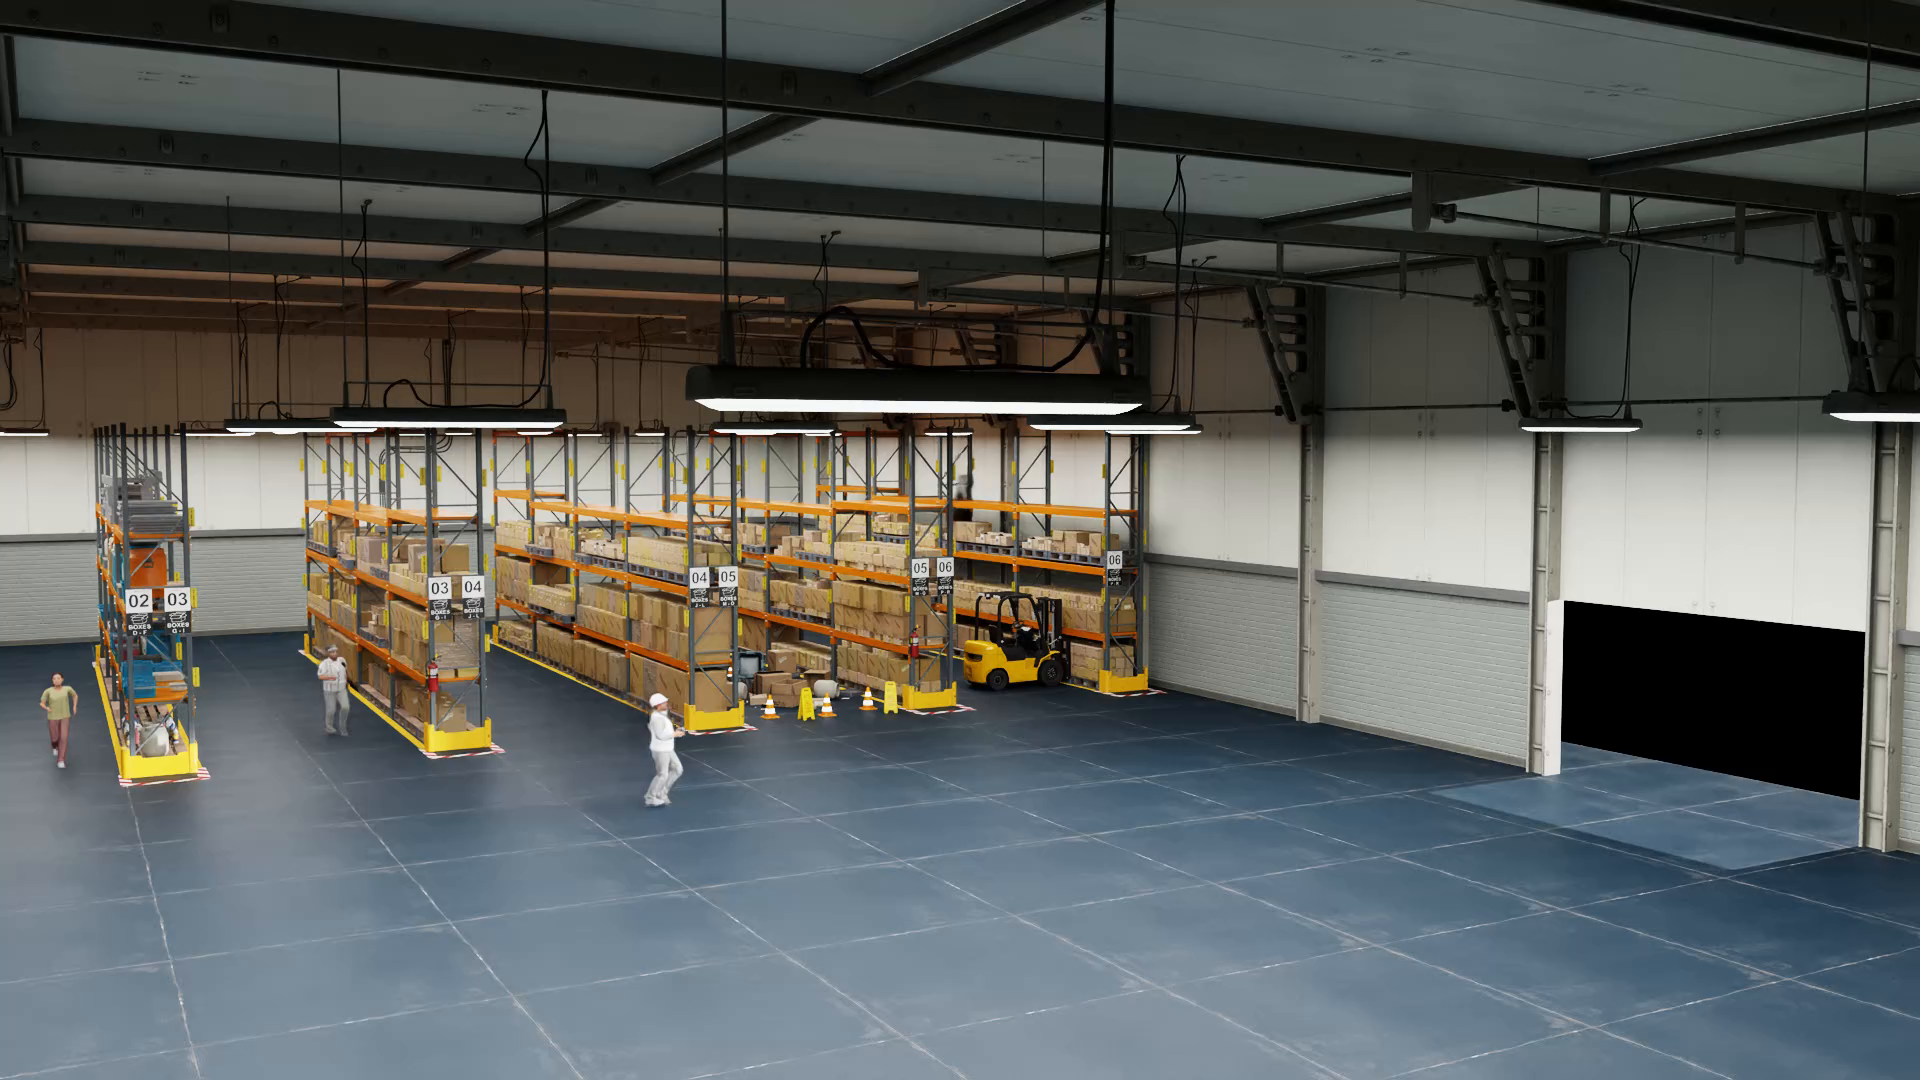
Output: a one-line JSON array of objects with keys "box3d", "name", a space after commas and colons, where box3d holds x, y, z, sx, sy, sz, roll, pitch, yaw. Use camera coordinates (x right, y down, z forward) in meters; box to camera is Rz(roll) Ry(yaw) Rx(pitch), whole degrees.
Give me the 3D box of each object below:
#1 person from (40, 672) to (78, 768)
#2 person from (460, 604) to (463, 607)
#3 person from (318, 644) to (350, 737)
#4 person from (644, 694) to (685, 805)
[{"box3d": [-15.774, 3.129, 29.134, 0.592, 1.633, 0.970, -2, 4, -29], "name": "person"}, {"box3d": [-14.135, 2.116, 45.927, 0.603, 1.661, 0.841, 1, 4, 16], "name": "person"}, {"box3d": [-12.047, 2.913, 32.059, 0.638, 1.839, 0.765, -3, 4, -37], "name": "person"}, {"box3d": [-4.592, 3.277, 25.923, 0.658, 1.779, 0.641, 0, 3, -1], "name": "person"}]
